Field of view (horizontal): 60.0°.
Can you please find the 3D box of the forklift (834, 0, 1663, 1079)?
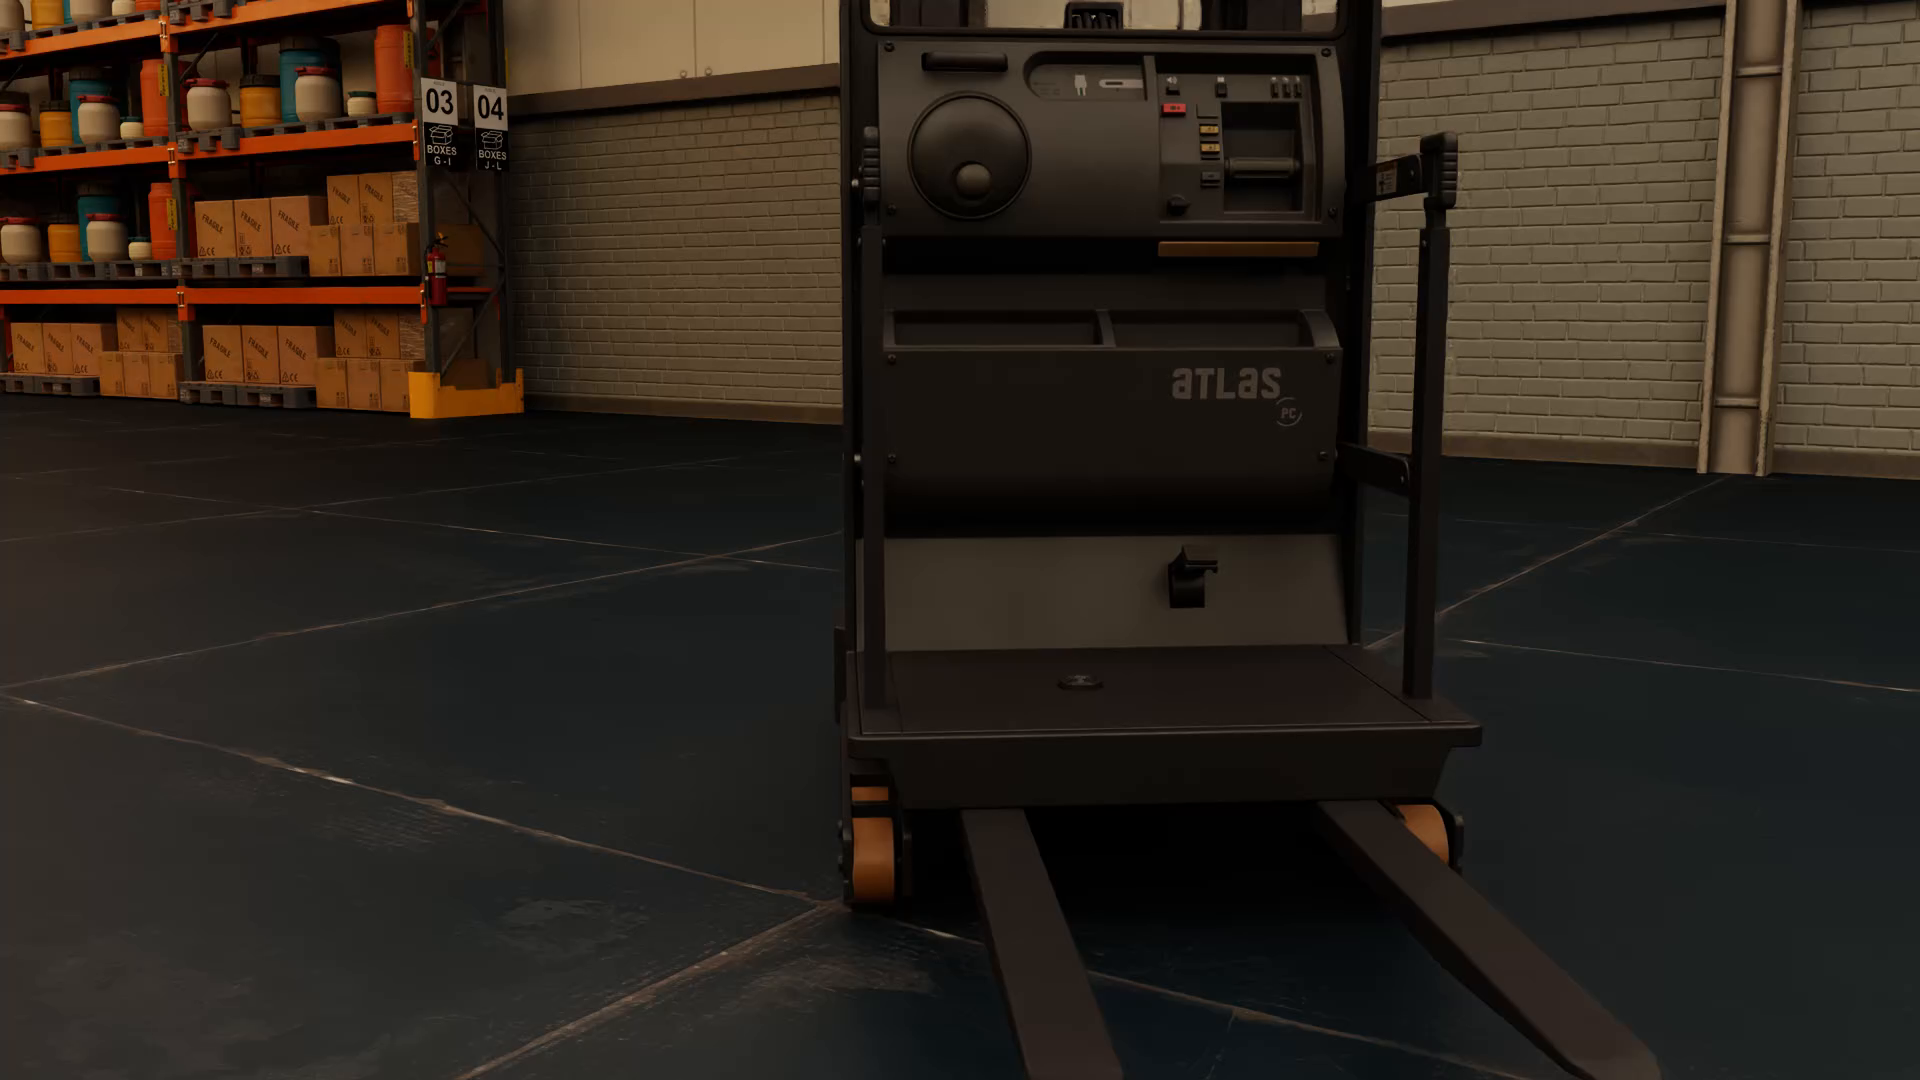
[{"bbox_3d":[0.320,-0.841,3.105,1.130,2.935,3.031,-1,8,-4],"label":"forklift"}]
